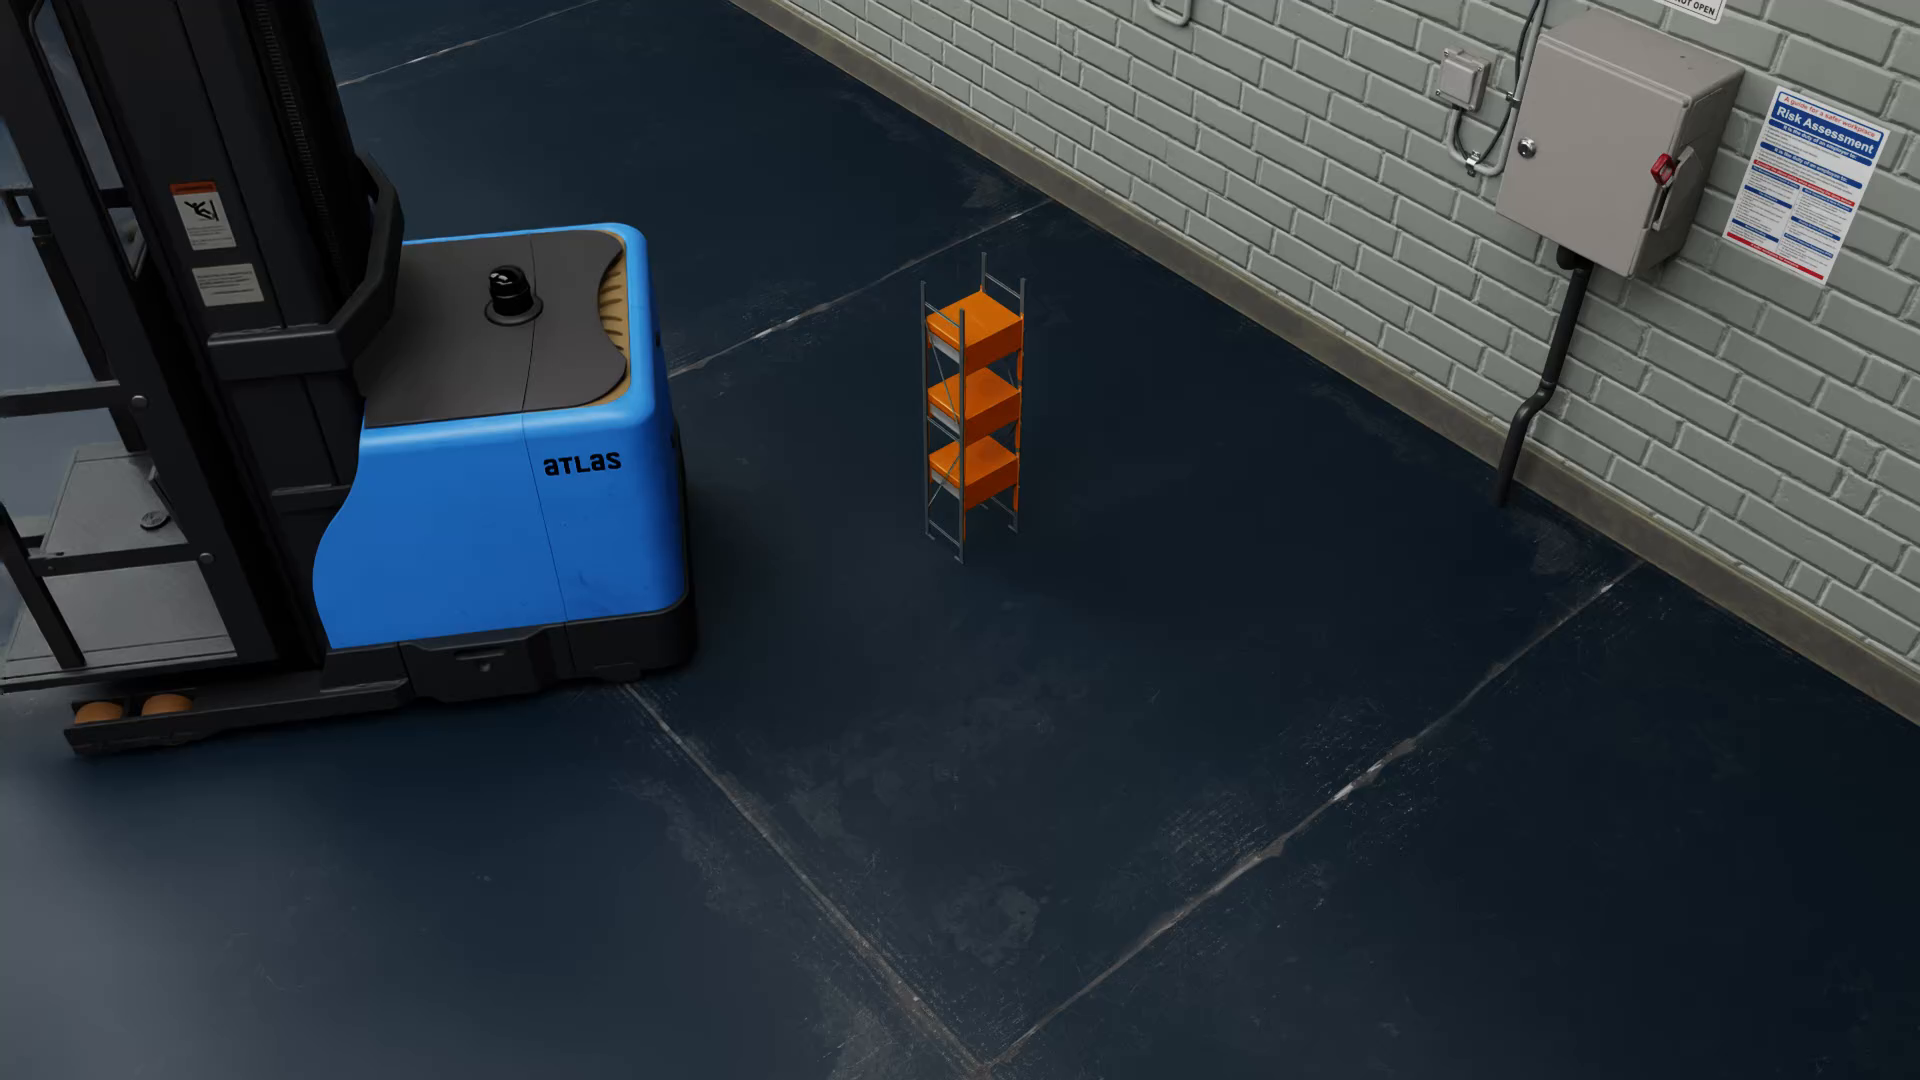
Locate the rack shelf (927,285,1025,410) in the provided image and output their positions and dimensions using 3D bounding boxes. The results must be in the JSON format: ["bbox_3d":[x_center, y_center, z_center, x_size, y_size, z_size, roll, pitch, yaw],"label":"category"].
[{"bbox_3d":[0.041,-0.605,5.229,0.240,0.259,0.215,-30,51,-28],"label":"rack shelf"}]

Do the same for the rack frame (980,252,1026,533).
[{"bbox_3d":[0.135,-0.460,5.473,0.008,1.050,0.200,-30,51,-28],"label":"rack frame"}]

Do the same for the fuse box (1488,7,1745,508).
[{"bbox_3d":[1.897,-0.729,5.277,0.414,1.711,0.539,-30,51,-28],"label":"fuse box"}]

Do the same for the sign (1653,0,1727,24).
[{"bbox_3d":[2.020,-1.620,4.681,0.001,0.242,0.339,-30,51,-28],"label":"sign"}]

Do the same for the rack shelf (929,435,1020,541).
[{"bbox_3d":[0.041,-0.196,5.613,0.240,0.259,0.215,-30,51,-28],"label":"rack shelf"}]

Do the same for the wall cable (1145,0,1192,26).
[{"bbox_3d":[0.661,-2.748,5.720,0.123,1.953,0.585,-30,51,-28],"label":"wall cable"}]

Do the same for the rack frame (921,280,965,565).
[{"bbox_3d":[-0.053,-0.353,5.359,0.008,1.050,0.200,-30,51,-28],"label":"rack frame"}]

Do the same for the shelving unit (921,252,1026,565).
[{"bbox_3d":[0.041,-0.406,5.416,0.252,1.050,0.215,-30,51,-28],"label":"shelving unit"}]

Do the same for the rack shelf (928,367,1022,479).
[{"bbox_3d":[0.041,-0.398,5.423,0.240,0.259,0.215,-30,51,-28],"label":"rack shelf"}]

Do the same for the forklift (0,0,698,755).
[{"bbox_3d":[-2.402,-0.810,4.471,3.031,2.935,1.130,-7,44,-7],"label":"forklift"}]

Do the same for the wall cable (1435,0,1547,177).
[{"bbox_3d":[1.580,-1.997,4.943,0.122,1.984,0.588,-30,51,-28],"label":"wall cable"}]

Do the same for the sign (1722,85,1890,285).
[{"bbox_3d":[2.373,-0.996,4.689,0.001,0.494,0.329,-30,51,-28],"label":"sign"}]
